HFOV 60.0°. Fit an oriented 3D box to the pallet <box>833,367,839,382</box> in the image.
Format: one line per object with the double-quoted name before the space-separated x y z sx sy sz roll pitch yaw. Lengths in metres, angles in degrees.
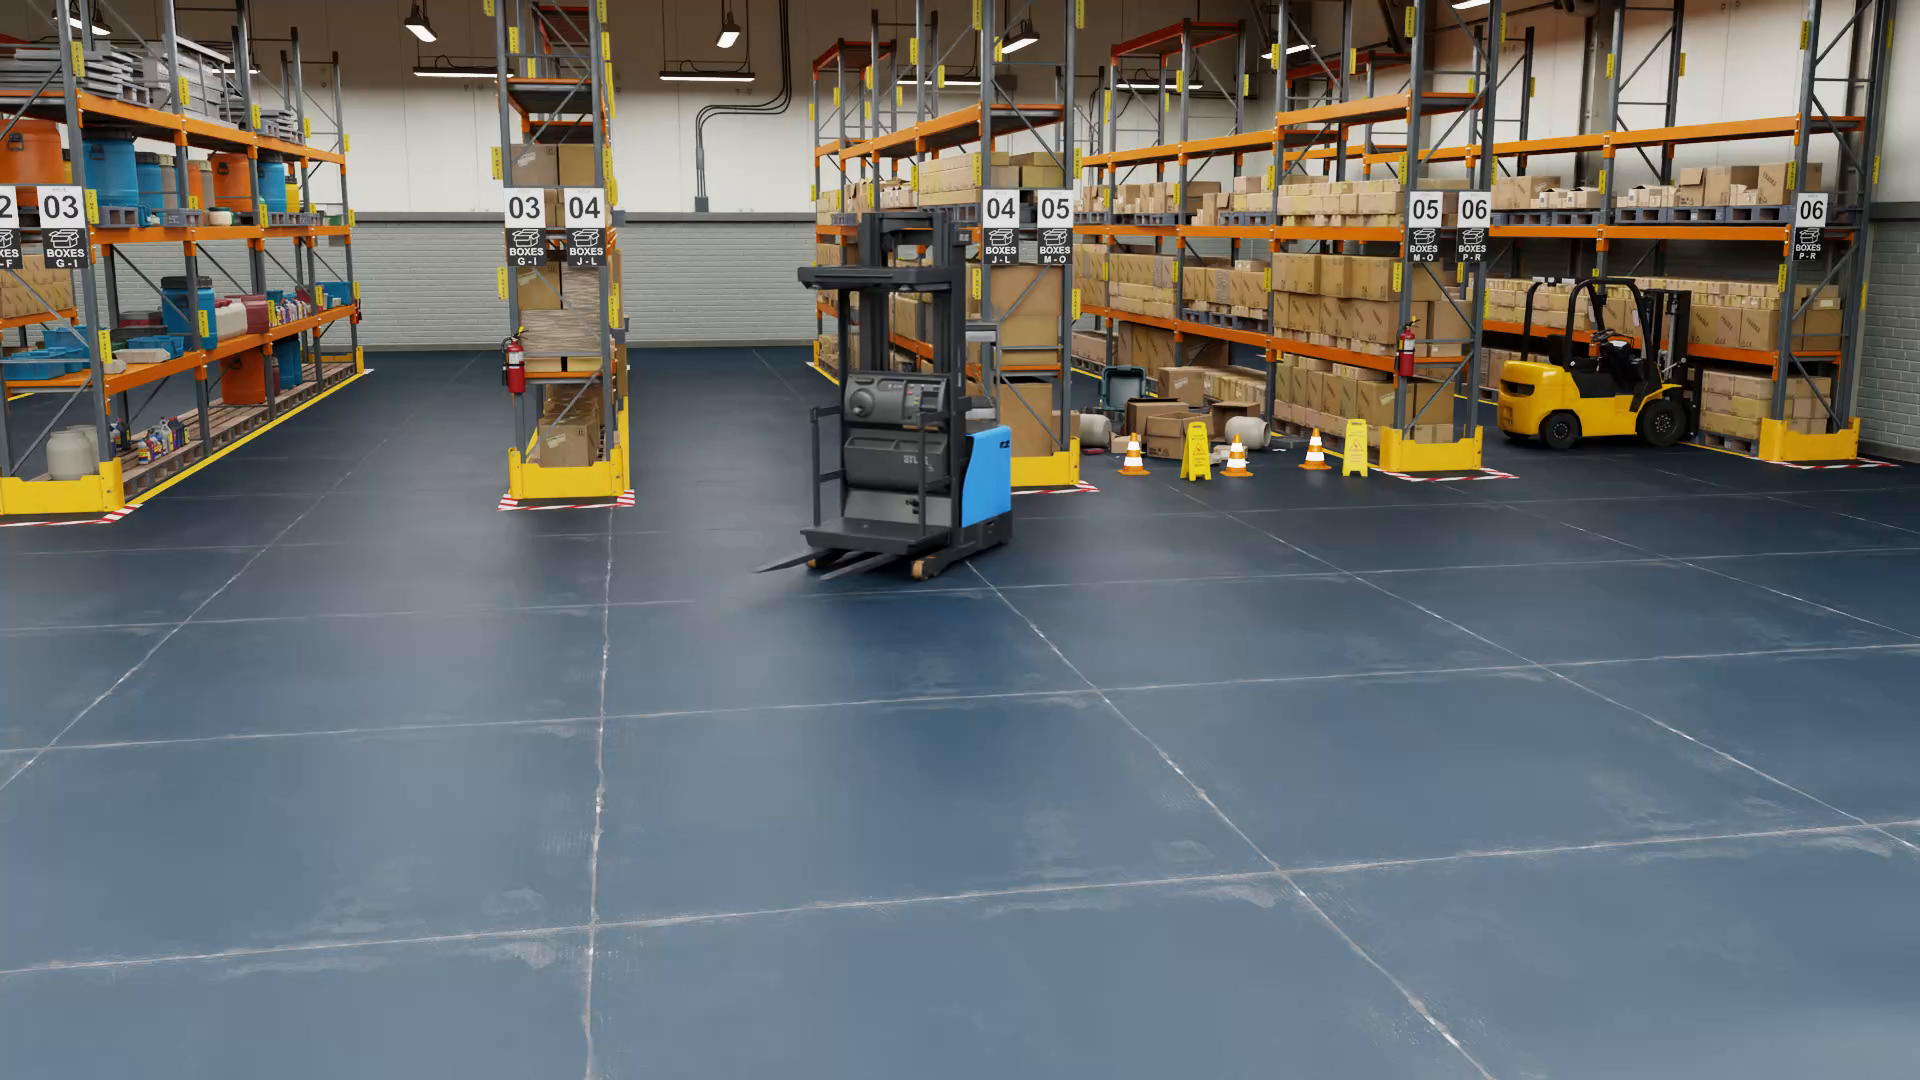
"pallet" -1.778 -3.056 30.685 1.003 0.211 1.213 -2 11 -11

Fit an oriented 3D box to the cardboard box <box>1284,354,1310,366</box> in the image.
"cardboard box" 4.595 -2.434 22.454 0.380 0.149 0.250 -2 11 -10

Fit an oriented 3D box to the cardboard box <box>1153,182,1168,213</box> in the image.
"cardboard box" 3.623 -5.672 27.562 0.700 0.500 0.500 -3 11 -14

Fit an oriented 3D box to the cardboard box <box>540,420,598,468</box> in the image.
"cardboard box" -4.268 -1.034 18.170 0.500 0.500 0.500 0 11 0

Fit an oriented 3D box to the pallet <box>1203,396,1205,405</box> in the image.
"pallet" 4.152 -2.255 26.480 1.003 0.211 1.213 -2 11 -11

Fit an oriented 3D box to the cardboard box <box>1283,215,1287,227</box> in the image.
"cardboard box" 4.598 -4.318 22.511 0.380 0.149 0.250 -2 11 -12

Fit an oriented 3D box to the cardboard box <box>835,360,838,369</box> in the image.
"cardboard box" -2.106 -3.266 30.833 0.380 0.149 0.250 -2 11 -13

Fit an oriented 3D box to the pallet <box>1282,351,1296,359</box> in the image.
"pallet" 7.485 -3.887 35.053 1.003 0.211 1.213 -2 11 -11

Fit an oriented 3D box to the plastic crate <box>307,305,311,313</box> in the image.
"plastic crate" -11.306 -3.952 28.483 0.396 0.136 0.243 -2 11 -11

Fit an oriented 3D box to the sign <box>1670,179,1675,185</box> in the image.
"sign" 10.192 -5.003 23.842 0.100 0.325 0.005 -2 11 -11

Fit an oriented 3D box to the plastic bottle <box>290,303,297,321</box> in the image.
"plastic bottle" -10.793 -3.681 26.843 0.152 0.276 0.135 -2 11 -11

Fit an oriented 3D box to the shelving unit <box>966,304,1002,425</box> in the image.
"shelving unit" 0.141 -1.114 15.436 0.431 2.100 0.503 -1 11 -6

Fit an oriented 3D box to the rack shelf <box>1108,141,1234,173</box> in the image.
"rack shelf" 3.613 -6.532 28.444 1.077 0.370 4.000 -2 11 -11

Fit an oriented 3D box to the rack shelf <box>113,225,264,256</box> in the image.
"rack shelf" -10.189 -3.981 21.993 1.077 0.370 4.000 -2 11 -11

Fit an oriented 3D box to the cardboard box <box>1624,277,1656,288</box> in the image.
"cardboard box" 9.576 -3.617 23.377 0.380 0.149 0.250 -2 11 -10

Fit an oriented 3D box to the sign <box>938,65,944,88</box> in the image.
"sign" -0.291 -7.074 25.376 0.100 0.325 0.005 -2 11 -11

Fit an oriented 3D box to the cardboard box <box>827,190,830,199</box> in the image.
"cardboard box" -2.287 -6.474 31.165 0.380 0.149 0.250 -2 11 -12

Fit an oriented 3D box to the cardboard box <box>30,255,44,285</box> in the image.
"cardboard box" -16.332 -4.703 28.940 0.500 0.500 0.500 -2 11 -9

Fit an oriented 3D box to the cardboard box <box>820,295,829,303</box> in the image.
"cardboard box" -2.559 -4.746 32.781 0.380 0.149 0.250 -2 11 -13

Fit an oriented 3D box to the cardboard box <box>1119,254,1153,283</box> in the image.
"cardboard box" 3.153 -4.859 29.761 0.500 0.500 0.500 -2 11 -11

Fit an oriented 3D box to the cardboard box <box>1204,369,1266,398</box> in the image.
"cardboard box" 4.253 -2.445 25.924 0.950 0.372 0.625 -2 11 -12

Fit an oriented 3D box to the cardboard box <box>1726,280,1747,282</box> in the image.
"cardboard box" 10.297 -3.350 21.979 0.380 0.149 0.250 -2 11 -11

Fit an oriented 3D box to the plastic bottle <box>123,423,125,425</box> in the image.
"plastic bottle" -9.974 -1.247 19.815 0.061 0.283 0.133 -2 11 -11

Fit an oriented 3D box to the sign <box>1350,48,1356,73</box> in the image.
"sign" 5.315 -6.496 22.549 0.100 0.325 0.005 -2 11 -11

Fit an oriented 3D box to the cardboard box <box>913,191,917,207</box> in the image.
"cardboard box" -0.351 -4.615 22.411 0.500 0.250 0.500 -2 11 -10

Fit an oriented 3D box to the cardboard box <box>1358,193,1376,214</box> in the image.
"cardboard box" 5.110 -4.024 19.899 0.500 0.250 0.500 -2 11 -12

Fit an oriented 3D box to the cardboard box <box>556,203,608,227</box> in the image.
"cardboard box" -4.003 -3.438 17.618 0.500 0.250 0.500 -2 11 -9

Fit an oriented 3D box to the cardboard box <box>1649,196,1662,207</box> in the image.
"cardboard box" 9.587 -4.587 22.534 0.380 0.149 0.250 -2 11 -9

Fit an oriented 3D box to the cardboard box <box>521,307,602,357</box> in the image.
"cardboard box" -4.243 -2.238 17.869 0.875 0.500 0.500 -2 11 -11

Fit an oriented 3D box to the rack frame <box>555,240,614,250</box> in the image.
"rack frame" -6.497 -4.142 28.934 1.000 3.000 0.127 -2 11 -11

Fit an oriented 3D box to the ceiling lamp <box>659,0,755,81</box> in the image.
"ceiling lamp" -5.310 -11.274 34.753 2.000 3.185 0.800 -2 11 -11

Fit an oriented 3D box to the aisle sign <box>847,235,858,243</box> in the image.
"aisle sign" -2.110 -6.338 33.523 0.394 0.787 0.004 -2 11 -11

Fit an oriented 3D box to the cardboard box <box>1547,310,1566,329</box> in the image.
"cardboard box" 9.190 -3.317 25.004 0.500 0.250 0.500 -2 11 -11

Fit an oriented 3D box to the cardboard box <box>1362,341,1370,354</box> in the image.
"cardboard box" 5.088 -2.329 20.081 0.380 0.149 0.250 -2 11 -12

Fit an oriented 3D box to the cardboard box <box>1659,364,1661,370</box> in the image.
"cardboard box" 9.632 -2.278 22.697 0.500 0.250 0.500 -2 11 -9

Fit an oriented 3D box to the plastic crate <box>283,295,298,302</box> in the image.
"plastic crate" -12.094 -4.289 29.993 0.416 0.233 0.300 -2 11 -11

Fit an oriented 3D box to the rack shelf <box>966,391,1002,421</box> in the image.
"rack shelf" 0.141 -1.101 15.438 0.431 0.518 0.480 -1 11 -6

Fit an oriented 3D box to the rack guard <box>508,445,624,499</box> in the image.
"rack guard" -4.178 -0.727 17.678 1.175 0.500 0.348 -2 11 -11

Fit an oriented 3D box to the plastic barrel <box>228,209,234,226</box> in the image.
"plastic barrel" -10.479 -4.582 23.639 0.294 0.245 0.294 0 11 0

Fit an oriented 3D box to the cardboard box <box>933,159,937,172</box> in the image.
"cardboard box" -0.119 -4.567 20.298 0.380 0.149 0.250 -2 11 -10

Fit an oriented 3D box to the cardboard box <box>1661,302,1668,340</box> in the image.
"cardboard box" 9.695 -2.986 22.597 0.500 0.500 0.500 -2 11 -12

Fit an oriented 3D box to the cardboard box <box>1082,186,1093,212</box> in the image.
"cardboard box" 2.691 -6.639 32.372 0.500 0.500 0.500 -2 11 -10

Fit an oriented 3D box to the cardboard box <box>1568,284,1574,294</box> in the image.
"cardboard box" 9.300 -3.732 24.778 0.380 0.149 0.250 -2 11 -11

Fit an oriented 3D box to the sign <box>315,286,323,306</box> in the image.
"sign" -10.816 -4.117 28.065 0.100 0.325 0.005 -2 11 -11

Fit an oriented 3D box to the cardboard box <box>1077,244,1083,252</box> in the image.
"cardboard box" 2.503 -5.733 32.621 0.380 0.149 0.250 -2 11 -12

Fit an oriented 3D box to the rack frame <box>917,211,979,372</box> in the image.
"rack frame" -0.056 -2.836 22.075 1.000 3.000 0.127 -2 11 -11

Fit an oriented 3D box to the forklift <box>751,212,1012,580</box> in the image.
"forklift" -0.633 -1.207 13.699 1.130 2.935 3.031 5 12 26

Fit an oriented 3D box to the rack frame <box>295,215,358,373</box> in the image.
"rack frame" -12.133 -4.695 31.842 1.000 3.000 0.127 -2 11 -11

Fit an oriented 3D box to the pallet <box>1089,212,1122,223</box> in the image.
"pallet" 3.075 -6.082 31.346 1.003 0.211 1.213 -2 11 -11

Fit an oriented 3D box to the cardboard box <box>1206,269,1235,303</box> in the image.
"cardboard box" 4.080 -3.887 25.408 0.500 0.500 0.500 -2 11 -10

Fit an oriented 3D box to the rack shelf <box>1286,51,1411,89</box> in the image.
"rack shelf" 7.703 -9.276 32.902 1.077 0.370 4.000 -2 11 -11

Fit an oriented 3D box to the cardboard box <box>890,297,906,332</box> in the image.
"cardboard box" -0.718 -3.250 23.980 0.500 0.500 0.500 -2 11 -12

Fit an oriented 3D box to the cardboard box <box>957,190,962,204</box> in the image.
"cardboard box" 0.177 -3.897 18.905 0.380 0.149 0.250 -2 11 -10

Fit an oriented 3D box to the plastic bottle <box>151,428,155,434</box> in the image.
"plastic bottle" -9.387 -1.165 19.386 0.061 0.283 0.133 -2 11 -11

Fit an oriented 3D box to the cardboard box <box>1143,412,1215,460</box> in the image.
"cardboard box" 2.733 -1.305 20.706 0.637 0.503 0.797 9 14 38
